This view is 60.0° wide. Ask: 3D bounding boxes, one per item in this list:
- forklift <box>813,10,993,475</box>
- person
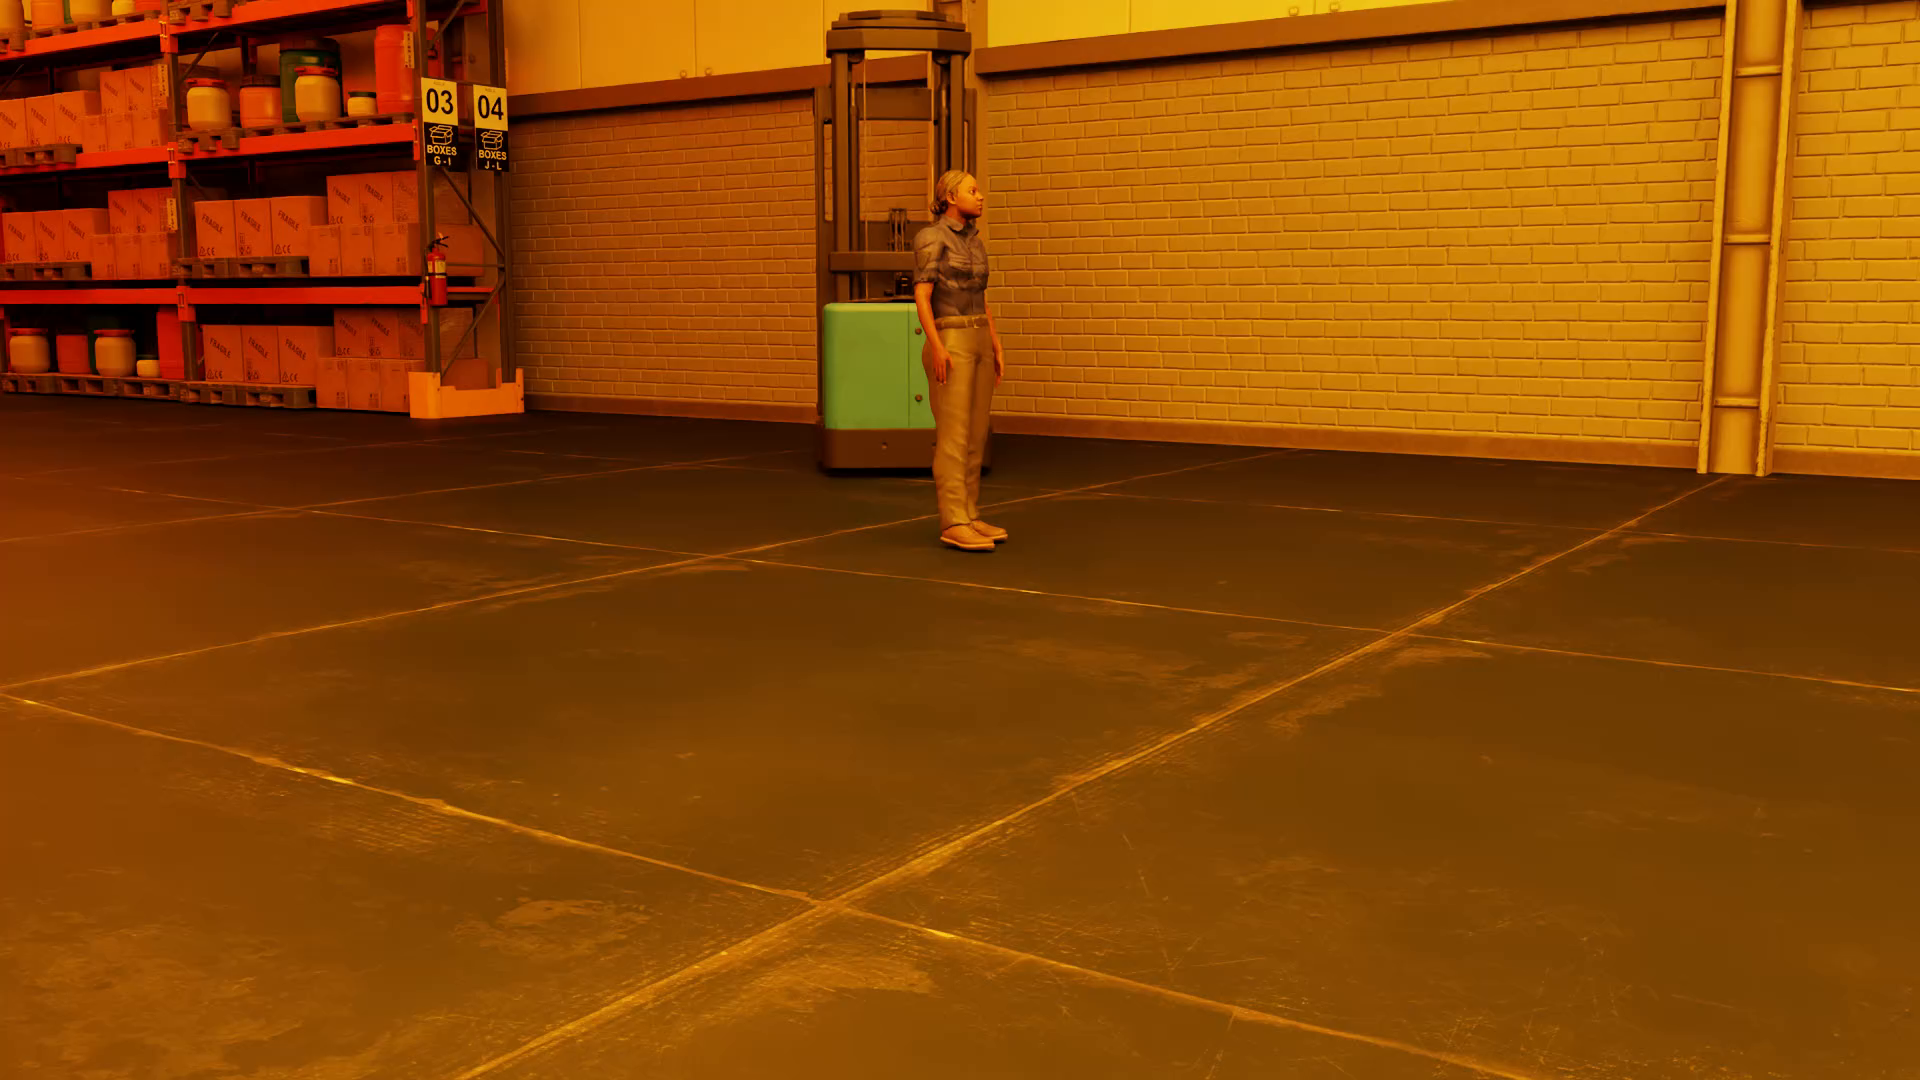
[{"bbox_3d":[-0.457,-2.035,11.504,1.130,2.935,3.031,-1,8,-6],"label":"forklift"},{"bbox_3d":[0.062,-0.817,7.422,0.503,1.656,0.570,5,10,34],"label":"person"}]
